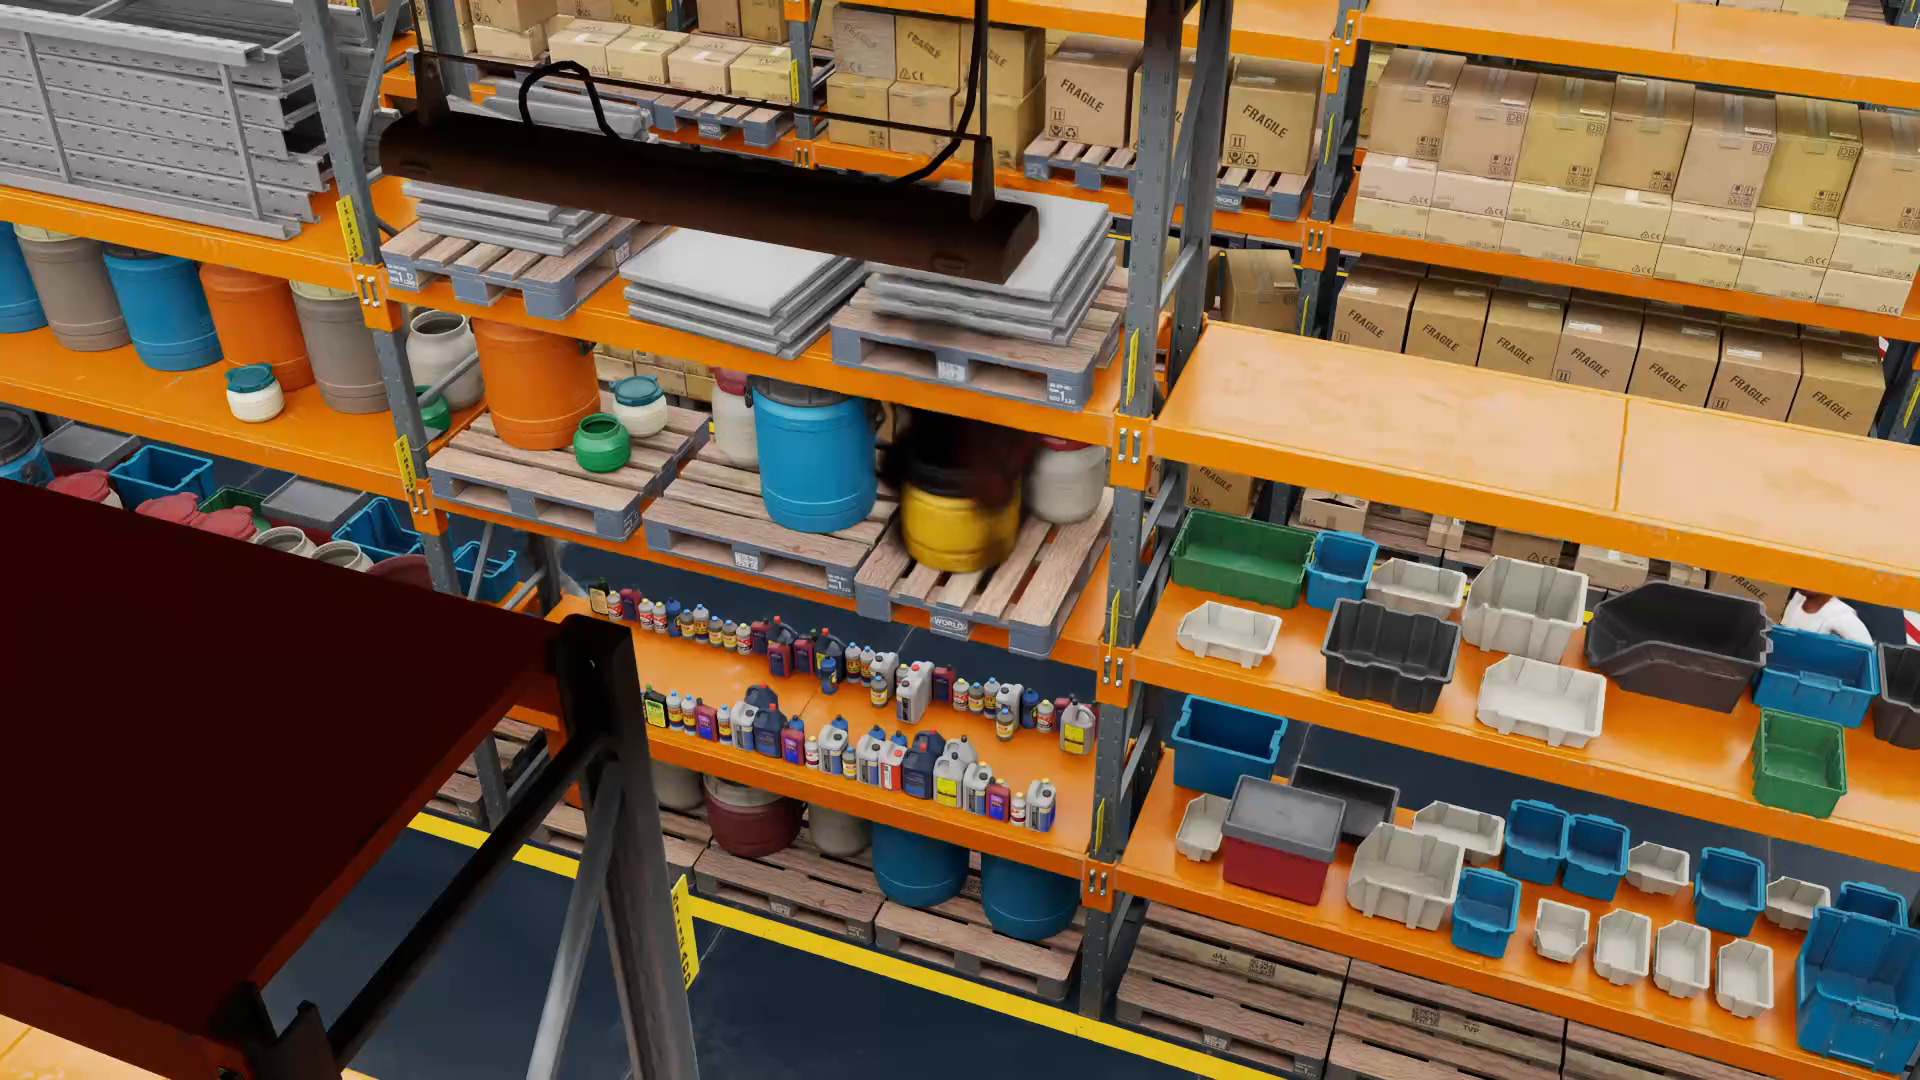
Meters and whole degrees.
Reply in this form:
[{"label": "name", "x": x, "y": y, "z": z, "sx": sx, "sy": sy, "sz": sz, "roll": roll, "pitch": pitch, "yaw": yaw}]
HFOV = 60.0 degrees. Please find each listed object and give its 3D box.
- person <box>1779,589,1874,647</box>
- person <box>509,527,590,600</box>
[{"label": "person", "x": 5.515, "y": 0.861, "z": 10.814, "sx": 0.580, "sy": 1.673, "sz": 0.741, "roll": -4, "pitch": 37, "yaw": -5}, {"label": "person", "x": -3.033, "y": -0.047, "z": 12.139, "sx": 0.684, "sy": 1.548, "sz": 0.569, "roll": 13, "pitch": 39, "yaw": 17}]
